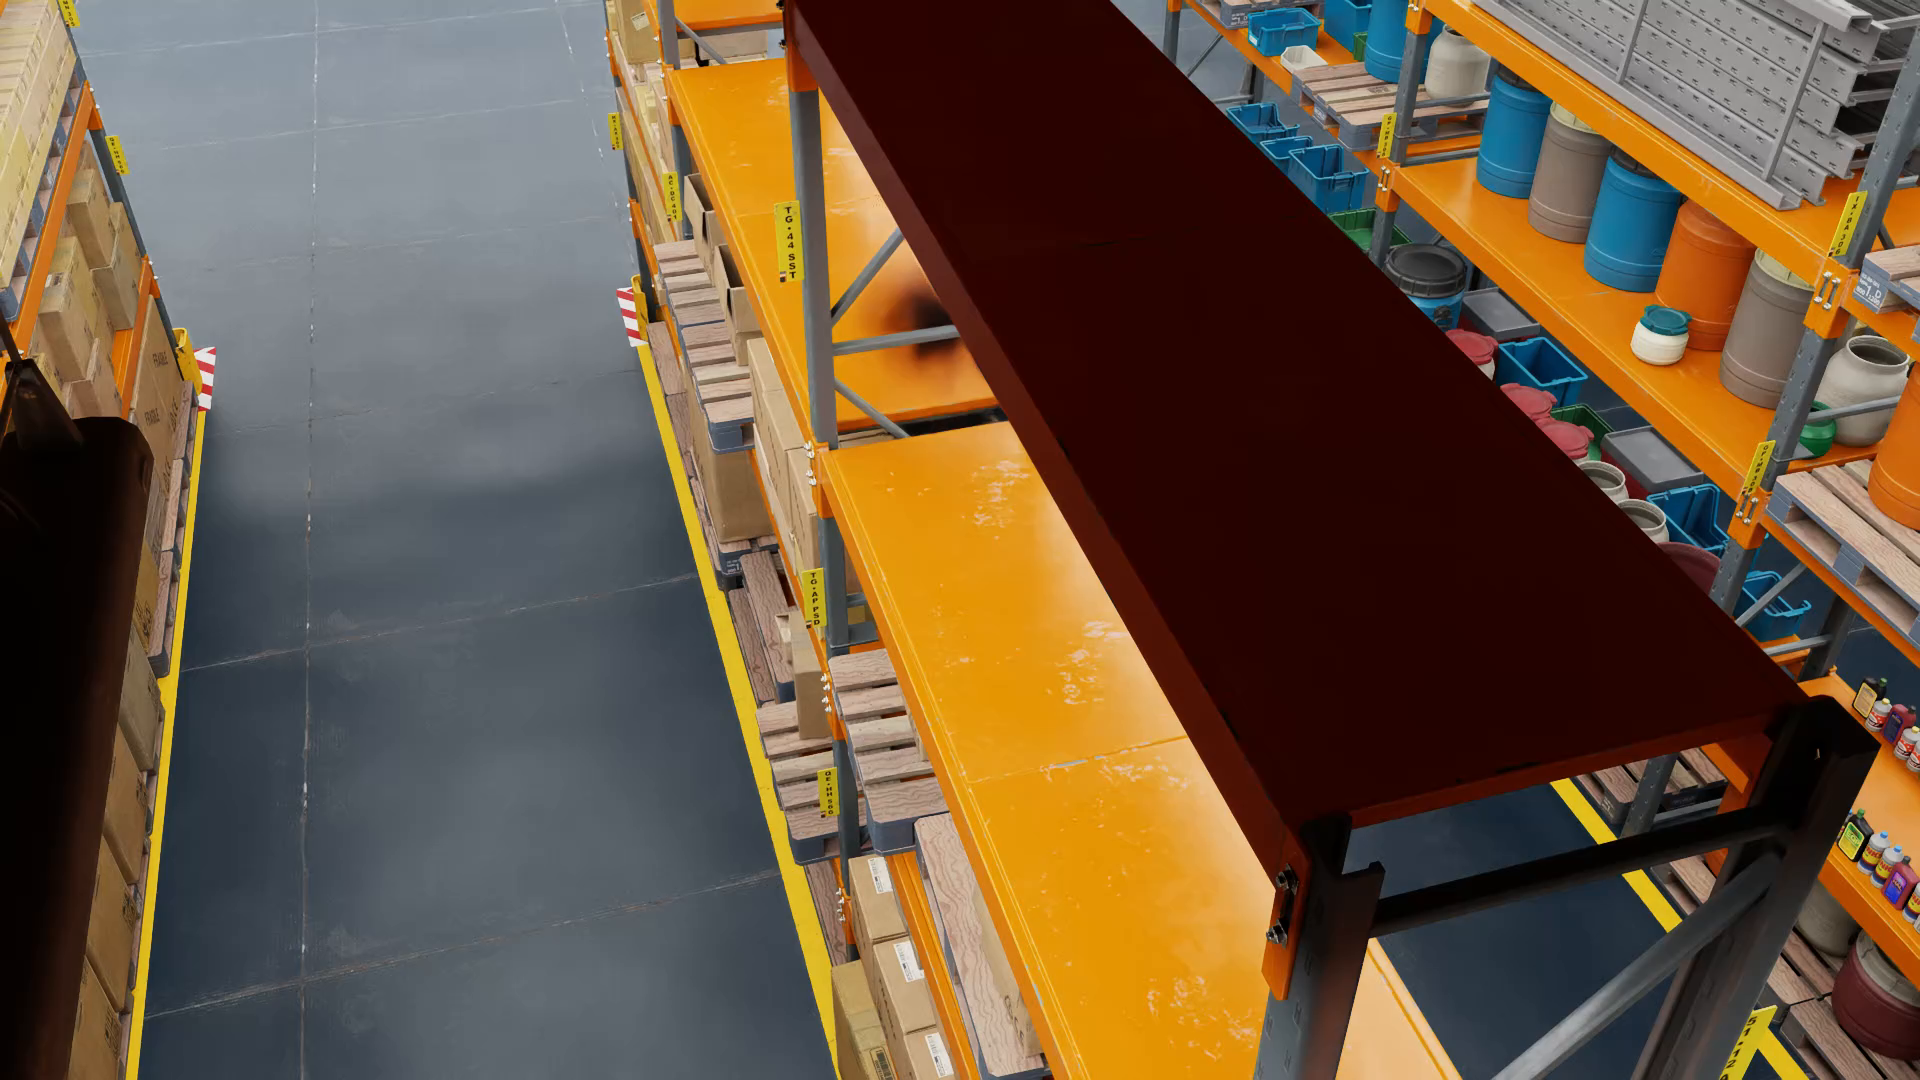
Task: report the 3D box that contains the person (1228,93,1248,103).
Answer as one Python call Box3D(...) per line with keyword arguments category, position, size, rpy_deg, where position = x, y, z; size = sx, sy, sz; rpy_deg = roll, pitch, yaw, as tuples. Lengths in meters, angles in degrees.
Box3D(category="person", position=(3.523, -5.699, 18.687), size=(0.901, 1.691, 0.592), rpy_deg=(7, 39, 9))
